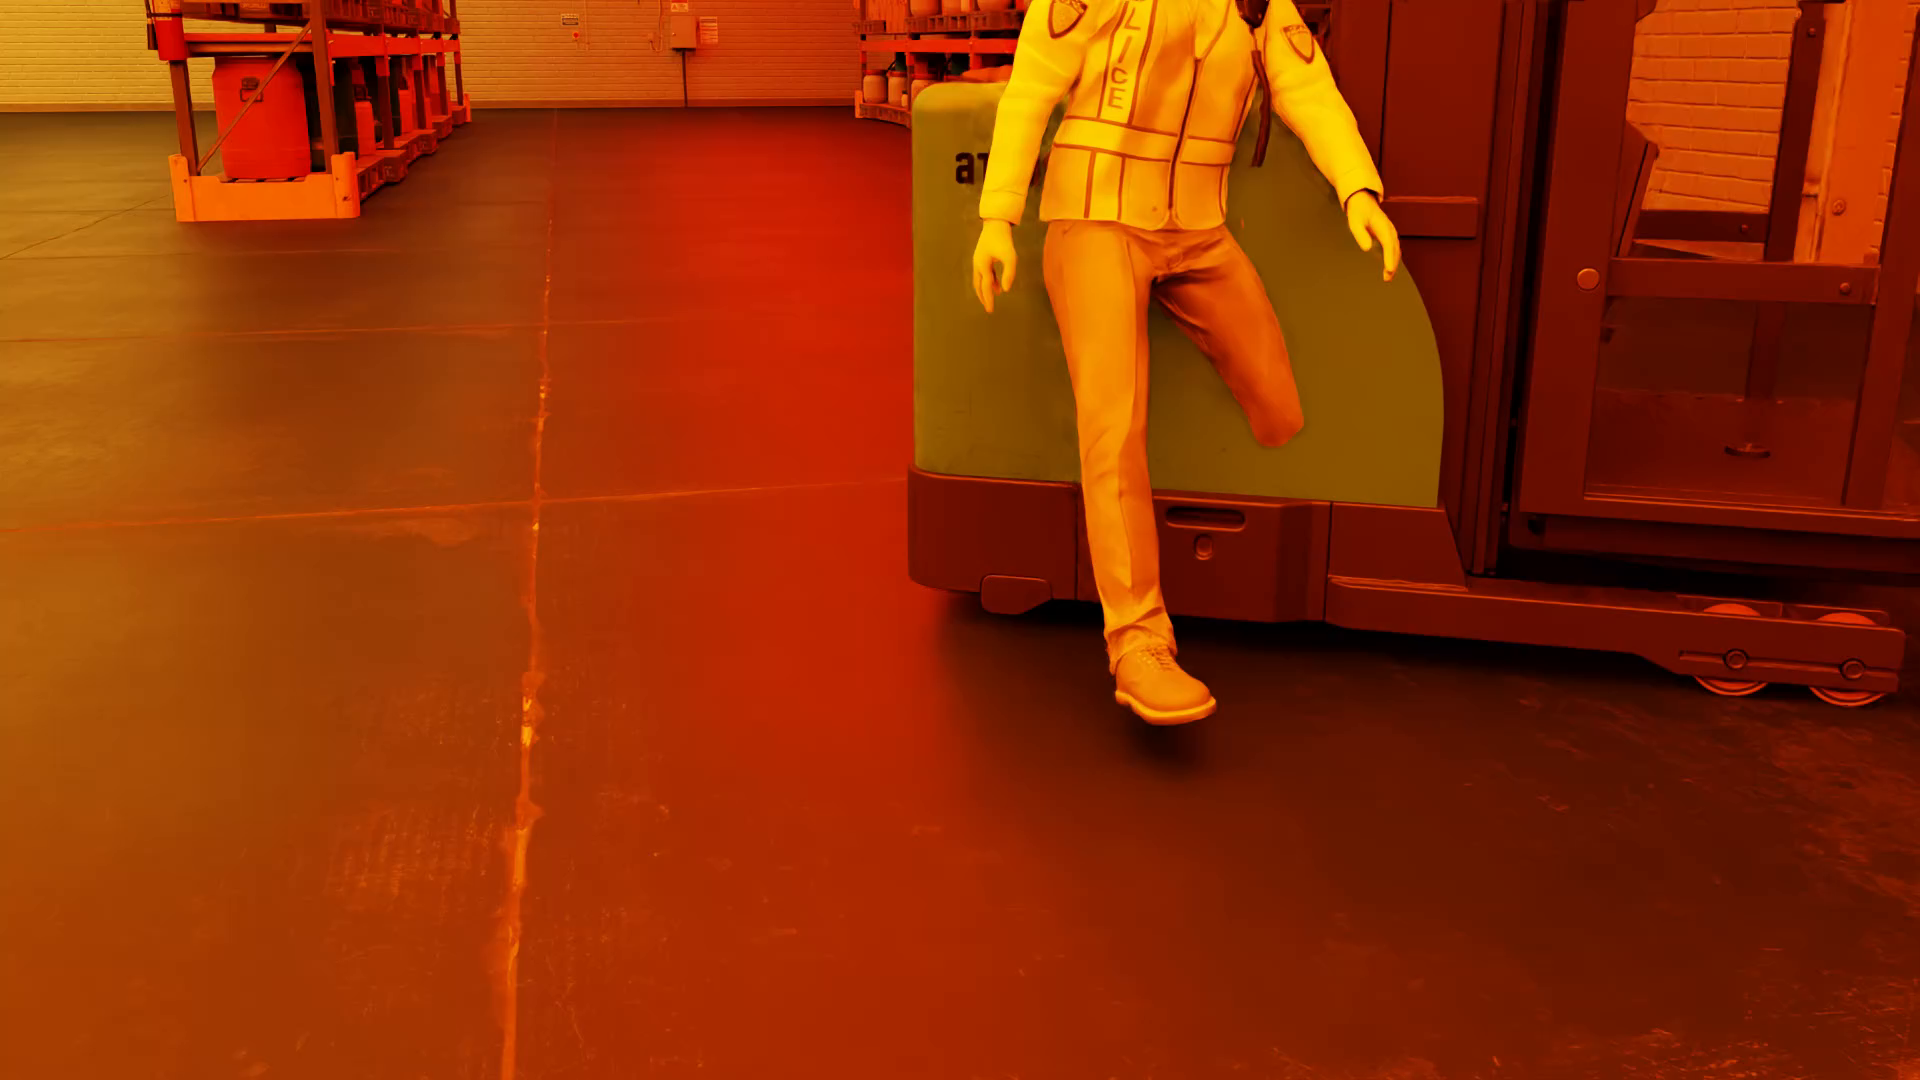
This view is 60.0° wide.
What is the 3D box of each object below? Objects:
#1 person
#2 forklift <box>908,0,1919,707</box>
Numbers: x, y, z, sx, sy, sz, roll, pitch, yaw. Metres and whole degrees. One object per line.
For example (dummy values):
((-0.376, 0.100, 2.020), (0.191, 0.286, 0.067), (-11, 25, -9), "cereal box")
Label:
((0.446, -0.523, 2.948), (0.772, 1.559, 0.870), (-7, 18, -22), "person")
((1.466, -1.272, 3.150), (3.031, 2.935, 1.130), (4, 17, 15), "forklift")
